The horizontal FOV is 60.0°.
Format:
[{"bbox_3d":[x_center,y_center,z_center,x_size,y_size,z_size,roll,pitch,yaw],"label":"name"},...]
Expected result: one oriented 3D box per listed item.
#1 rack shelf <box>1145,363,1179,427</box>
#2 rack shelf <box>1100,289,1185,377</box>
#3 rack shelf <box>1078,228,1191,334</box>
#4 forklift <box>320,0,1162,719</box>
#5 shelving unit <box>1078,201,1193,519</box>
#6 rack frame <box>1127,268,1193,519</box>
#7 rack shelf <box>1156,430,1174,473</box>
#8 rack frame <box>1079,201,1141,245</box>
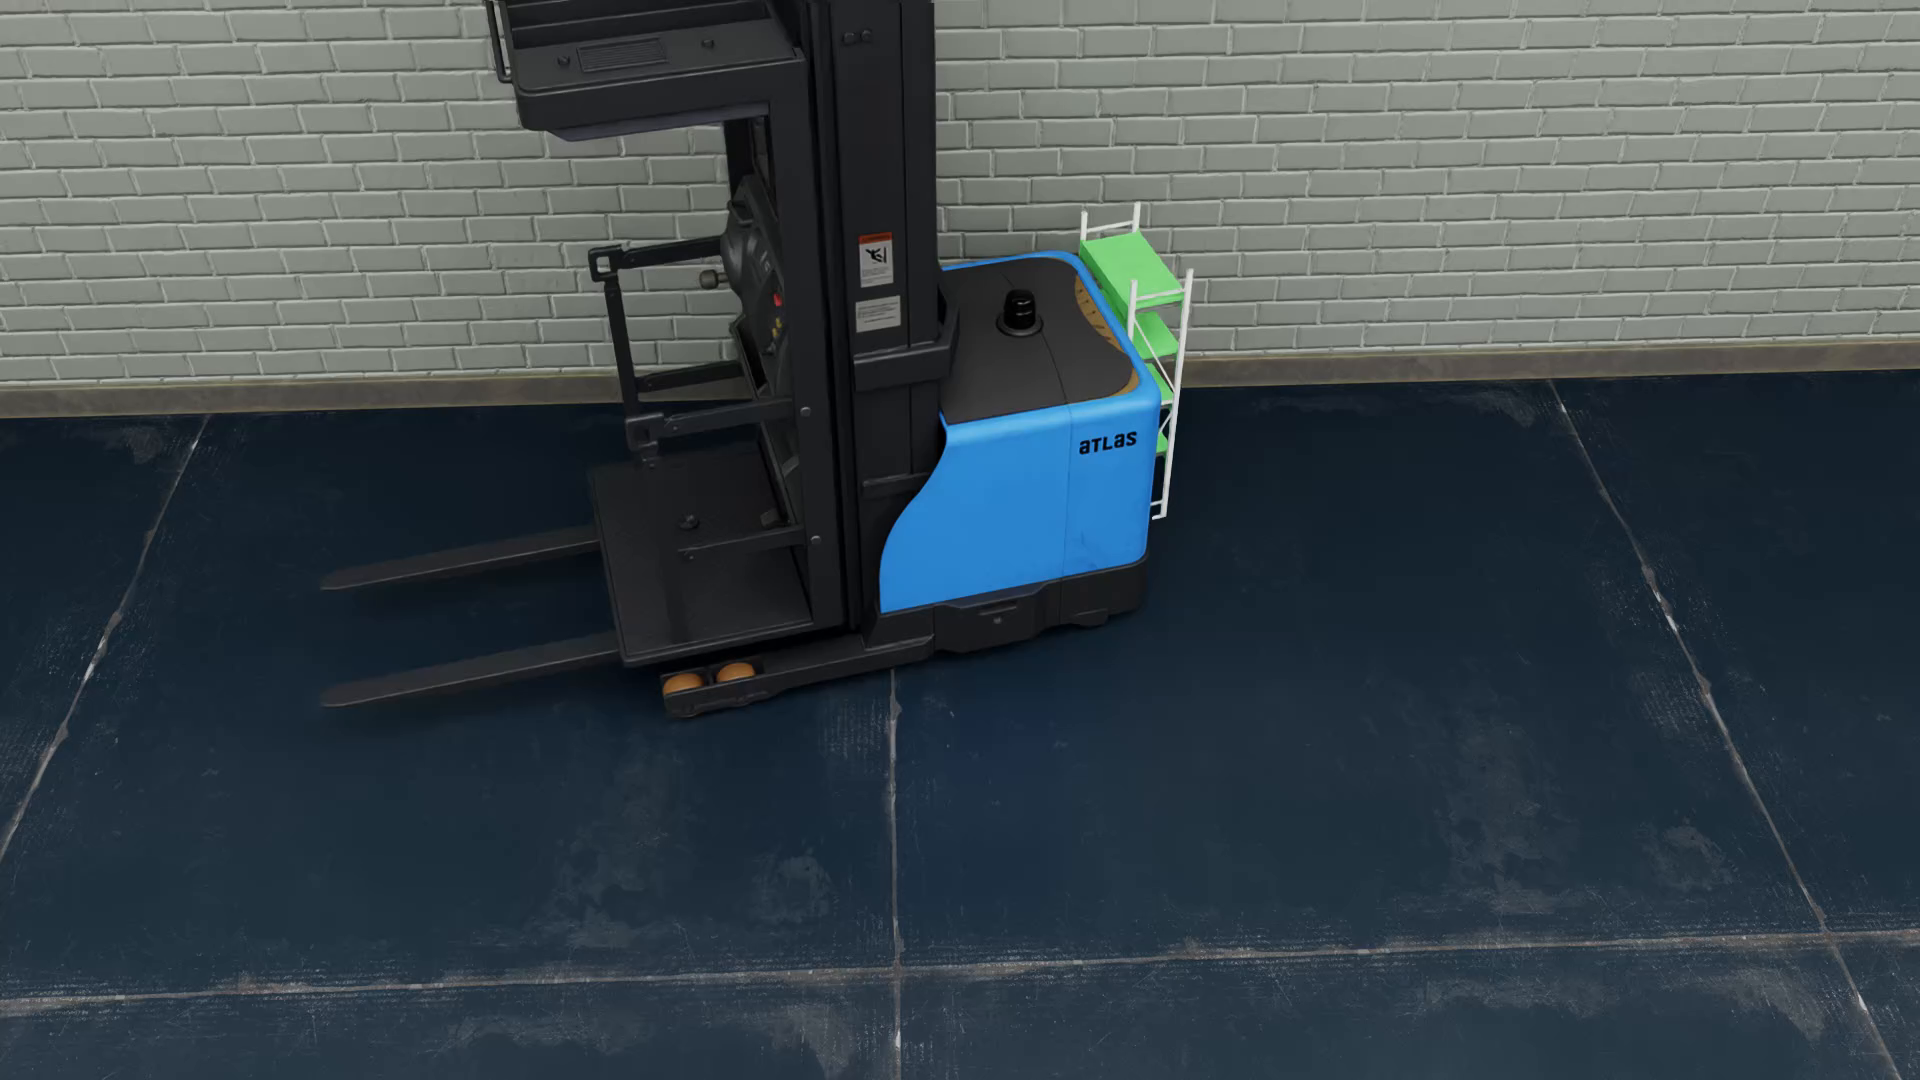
[{"bbox_3d":[0.655,-0.626,6.640,0.258,0.148,0.480,-13,44,-14],"label":"rack shelf"},{"bbox_3d":[0.655,-0.803,6.477,0.258,0.148,0.480,-13,44,-14],"label":"rack shelf"},{"bbox_3d":[0.655,-0.980,6.315,0.258,0.148,0.480,-13,44,-14],"label":"rack shelf"},{"bbox_3d":[-0.860,-0.834,5.491,3.031,2.935,1.130,-11,44,-12],"label":"forklift"},{"bbox_3d":[0.655,-0.673,6.596,0.258,1.200,0.503,-13,44,-14],"label":"shelving unit"},{"bbox_3d":[0.732,-0.517,6.426,0.240,1.200,0.015,-13,44,-14],"label":"rack frame"},{"bbox_3d":[0.655,-0.449,6.802,0.258,0.148,0.480,-13,44,-14],"label":"rack shelf"},{"bbox_3d":[0.578,-0.830,6.767,0.240,1.200,0.015,-13,44,-14],"label":"rack frame"}]
